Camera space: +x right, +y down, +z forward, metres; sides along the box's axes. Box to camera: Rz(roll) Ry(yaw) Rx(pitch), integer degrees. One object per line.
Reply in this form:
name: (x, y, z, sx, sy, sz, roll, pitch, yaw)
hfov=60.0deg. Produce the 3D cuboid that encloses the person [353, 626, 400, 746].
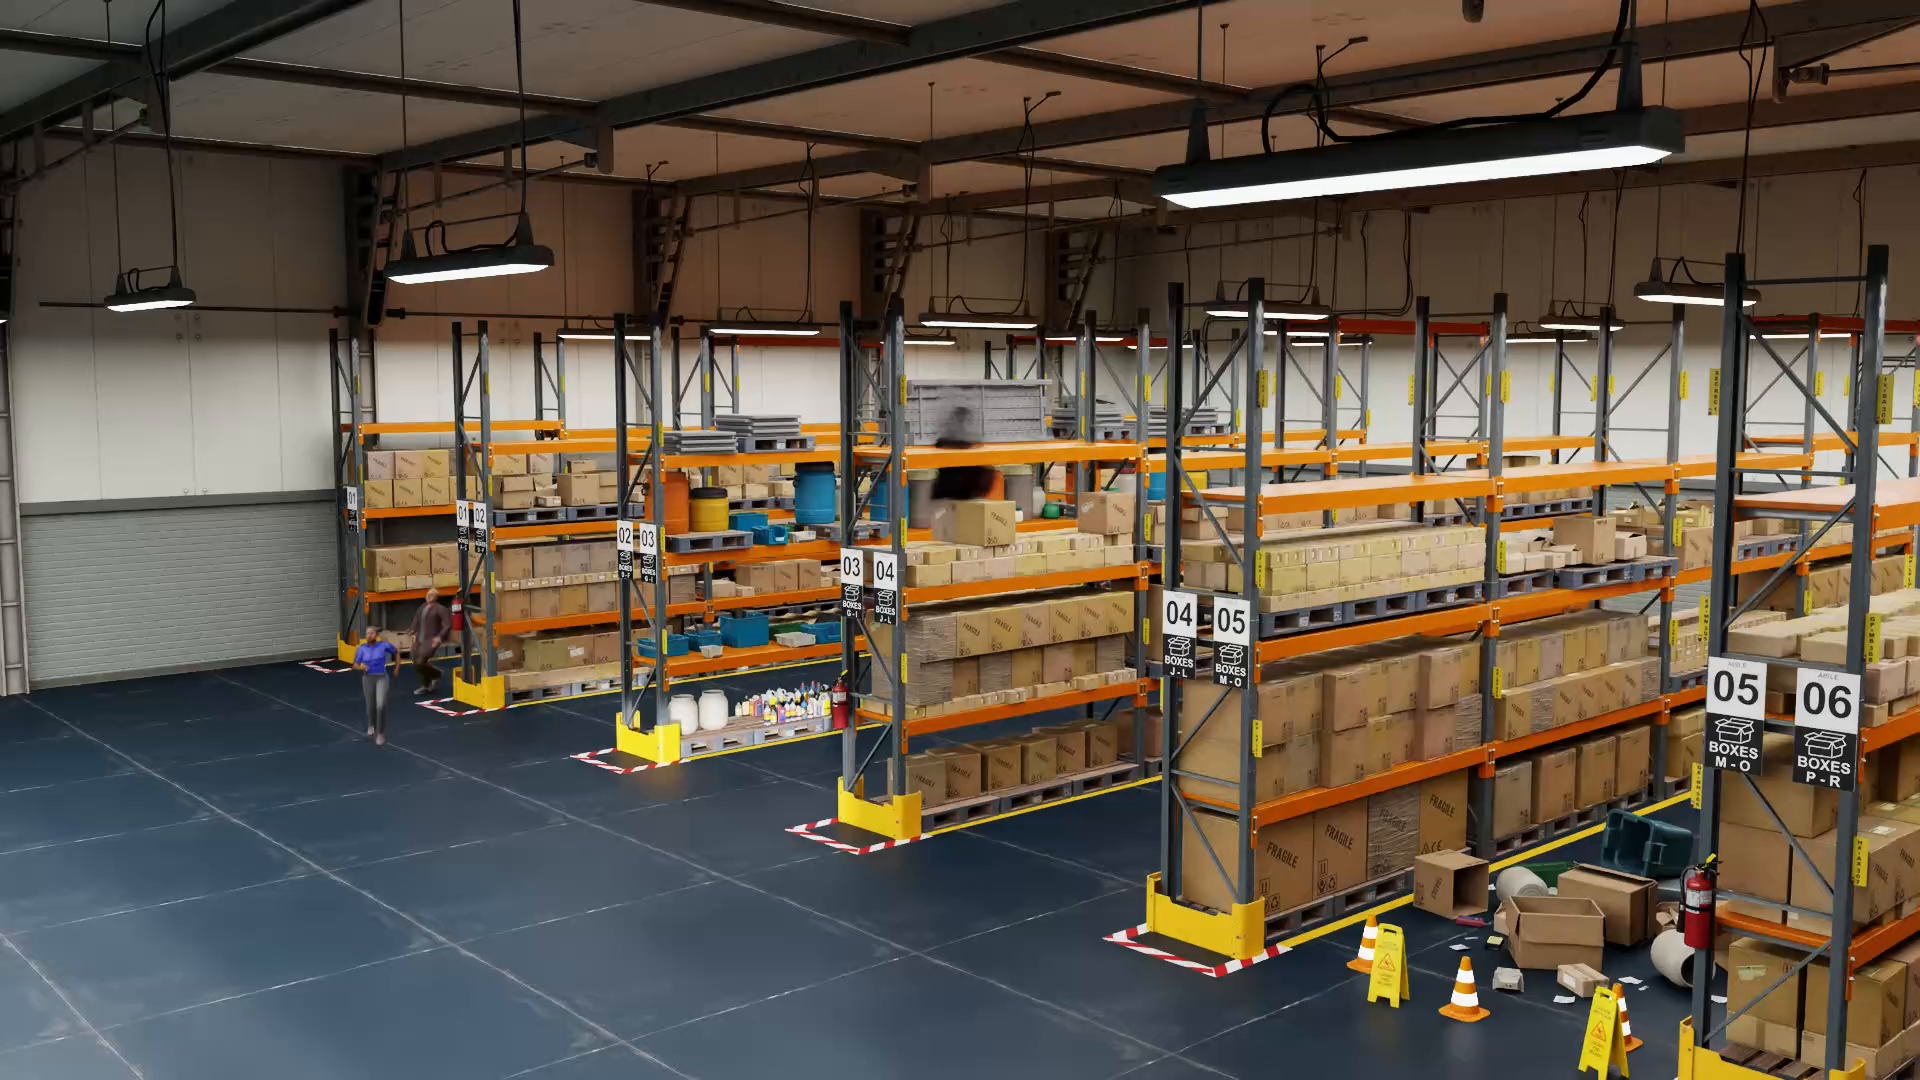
person: (-8.220, 2.035, 23.447, 0.588, 1.691, 0.874, -1, 6, -11)

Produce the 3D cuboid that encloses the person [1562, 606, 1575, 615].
person: (9.430, 1.803, 25.765, 0.534, 1.587, 0.885, 6, 8, 44)

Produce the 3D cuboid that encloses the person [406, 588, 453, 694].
person: (-8.618, 1.646, 27.008, 0.780, 1.731, 0.570, 3, 6, 29)
